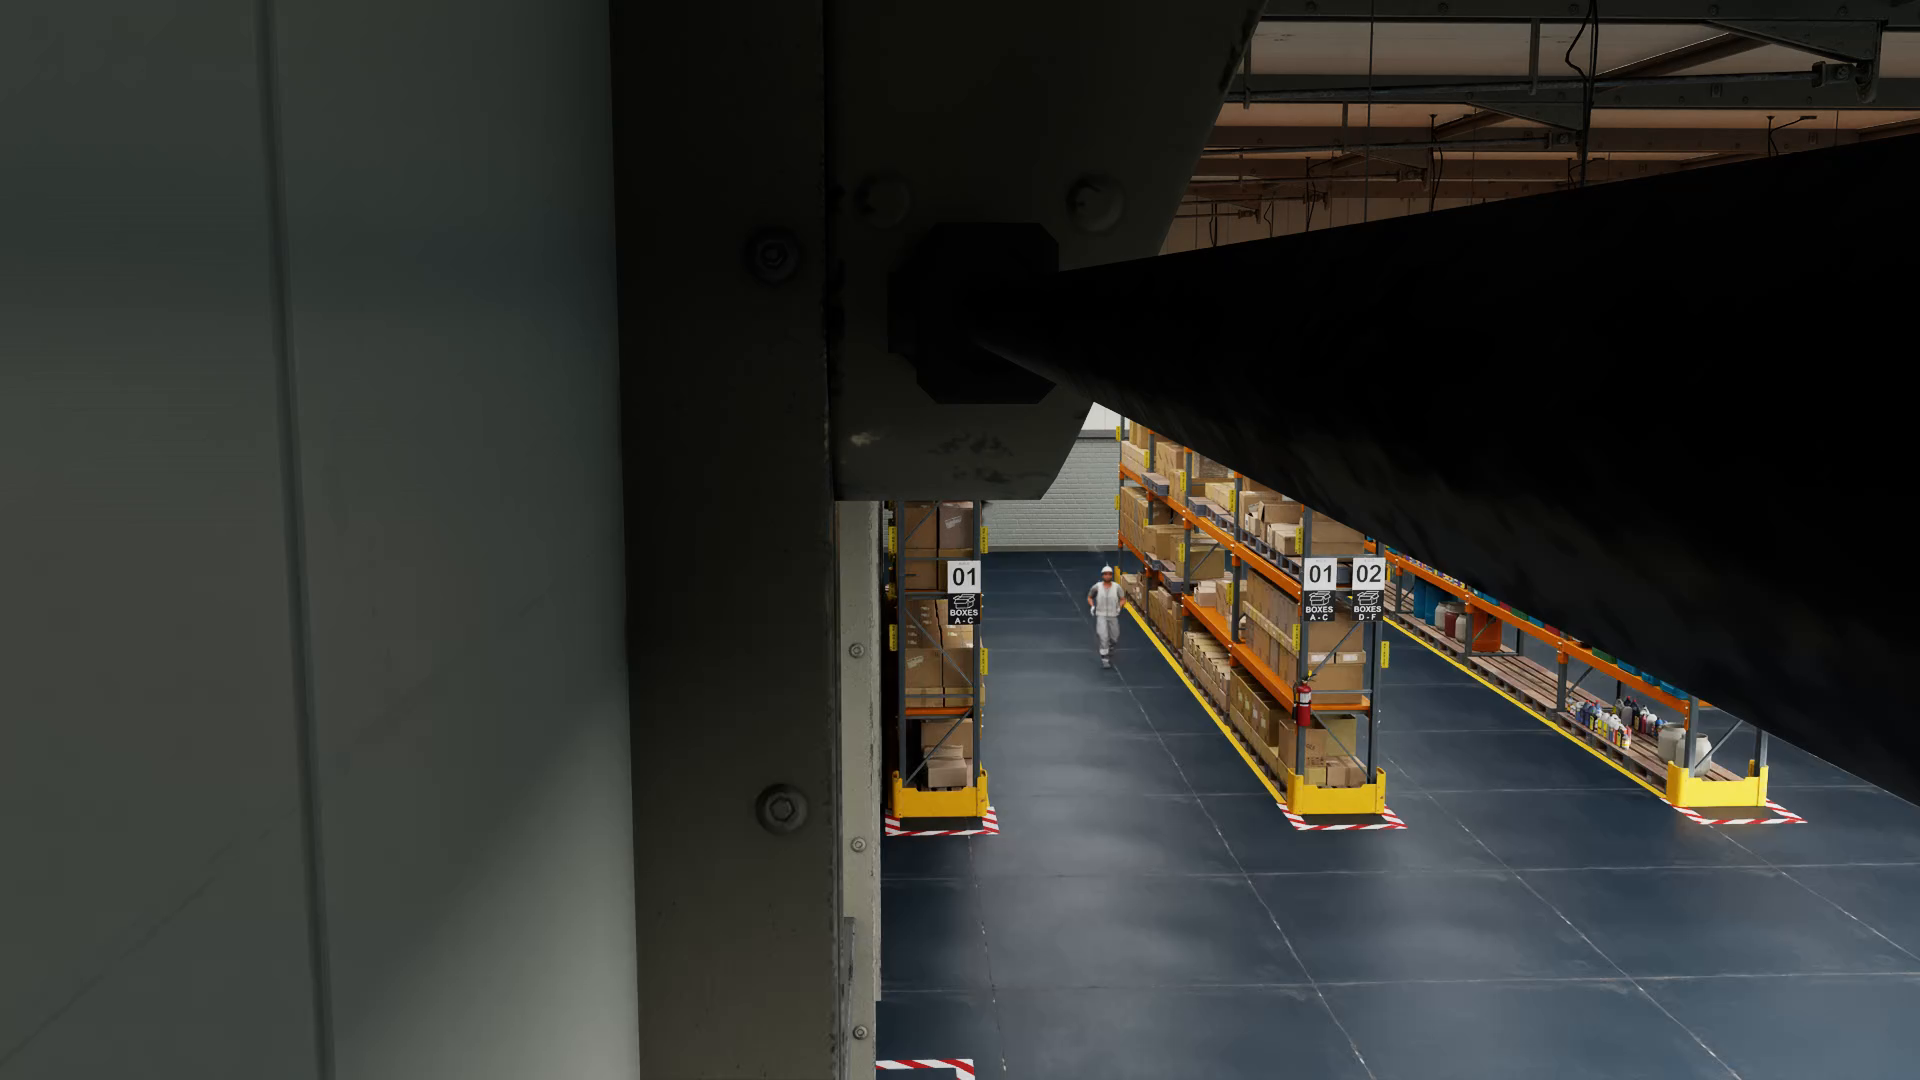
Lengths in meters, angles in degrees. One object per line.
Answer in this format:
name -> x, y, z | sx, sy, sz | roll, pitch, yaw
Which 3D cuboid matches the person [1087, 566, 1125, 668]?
person -> 2.540, 1.323, 28.866 | 0.660, 1.744, 0.745 | 0, 8, 0
